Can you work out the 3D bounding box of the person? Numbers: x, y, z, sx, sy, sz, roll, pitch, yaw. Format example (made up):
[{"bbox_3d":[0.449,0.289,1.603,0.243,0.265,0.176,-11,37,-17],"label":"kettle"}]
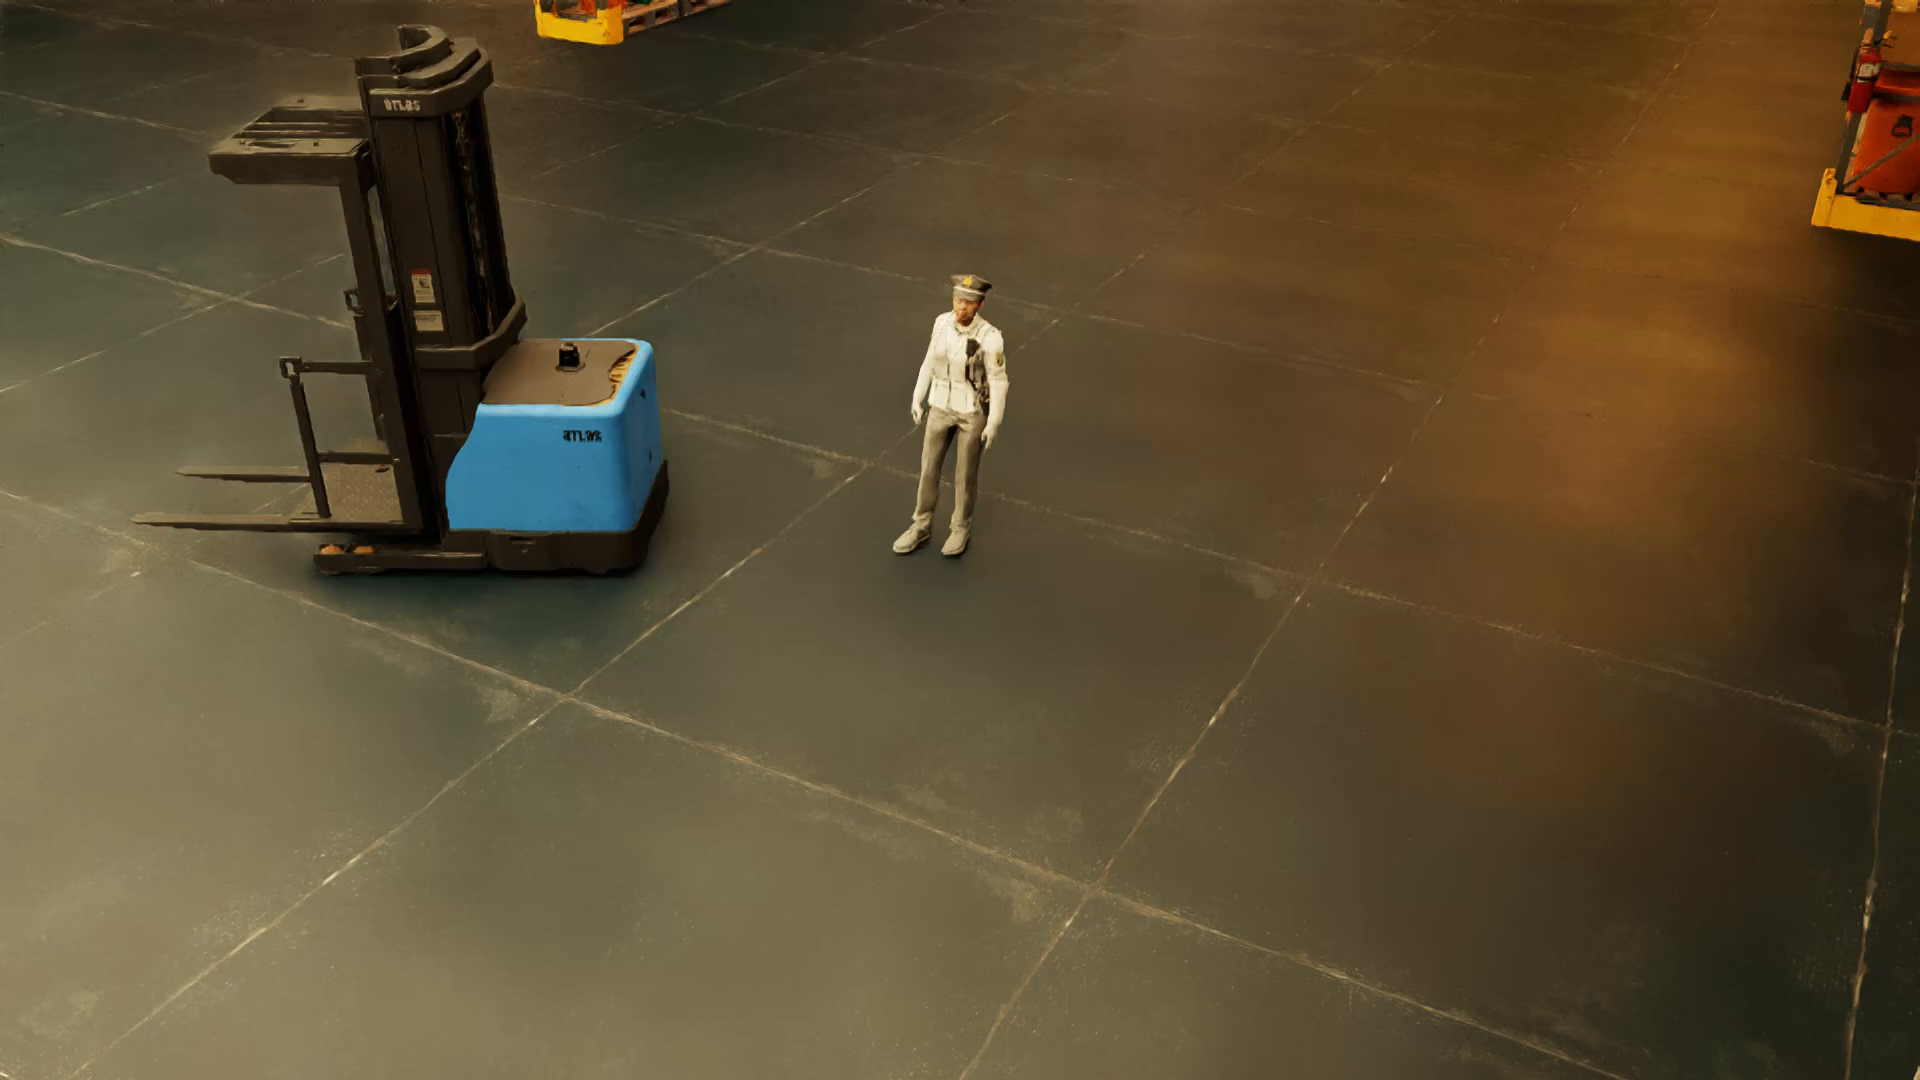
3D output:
[{"bbox_3d":[-0.039,-0.713,9.527,0.586,1.695,0.532,15,33,25],"label":"person"}]

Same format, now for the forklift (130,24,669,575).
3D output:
[{"bbox_3d":[-3.346,-1.328,9.372,3.031,2.935,1.130,1,30,2],"label":"forklift"}]
